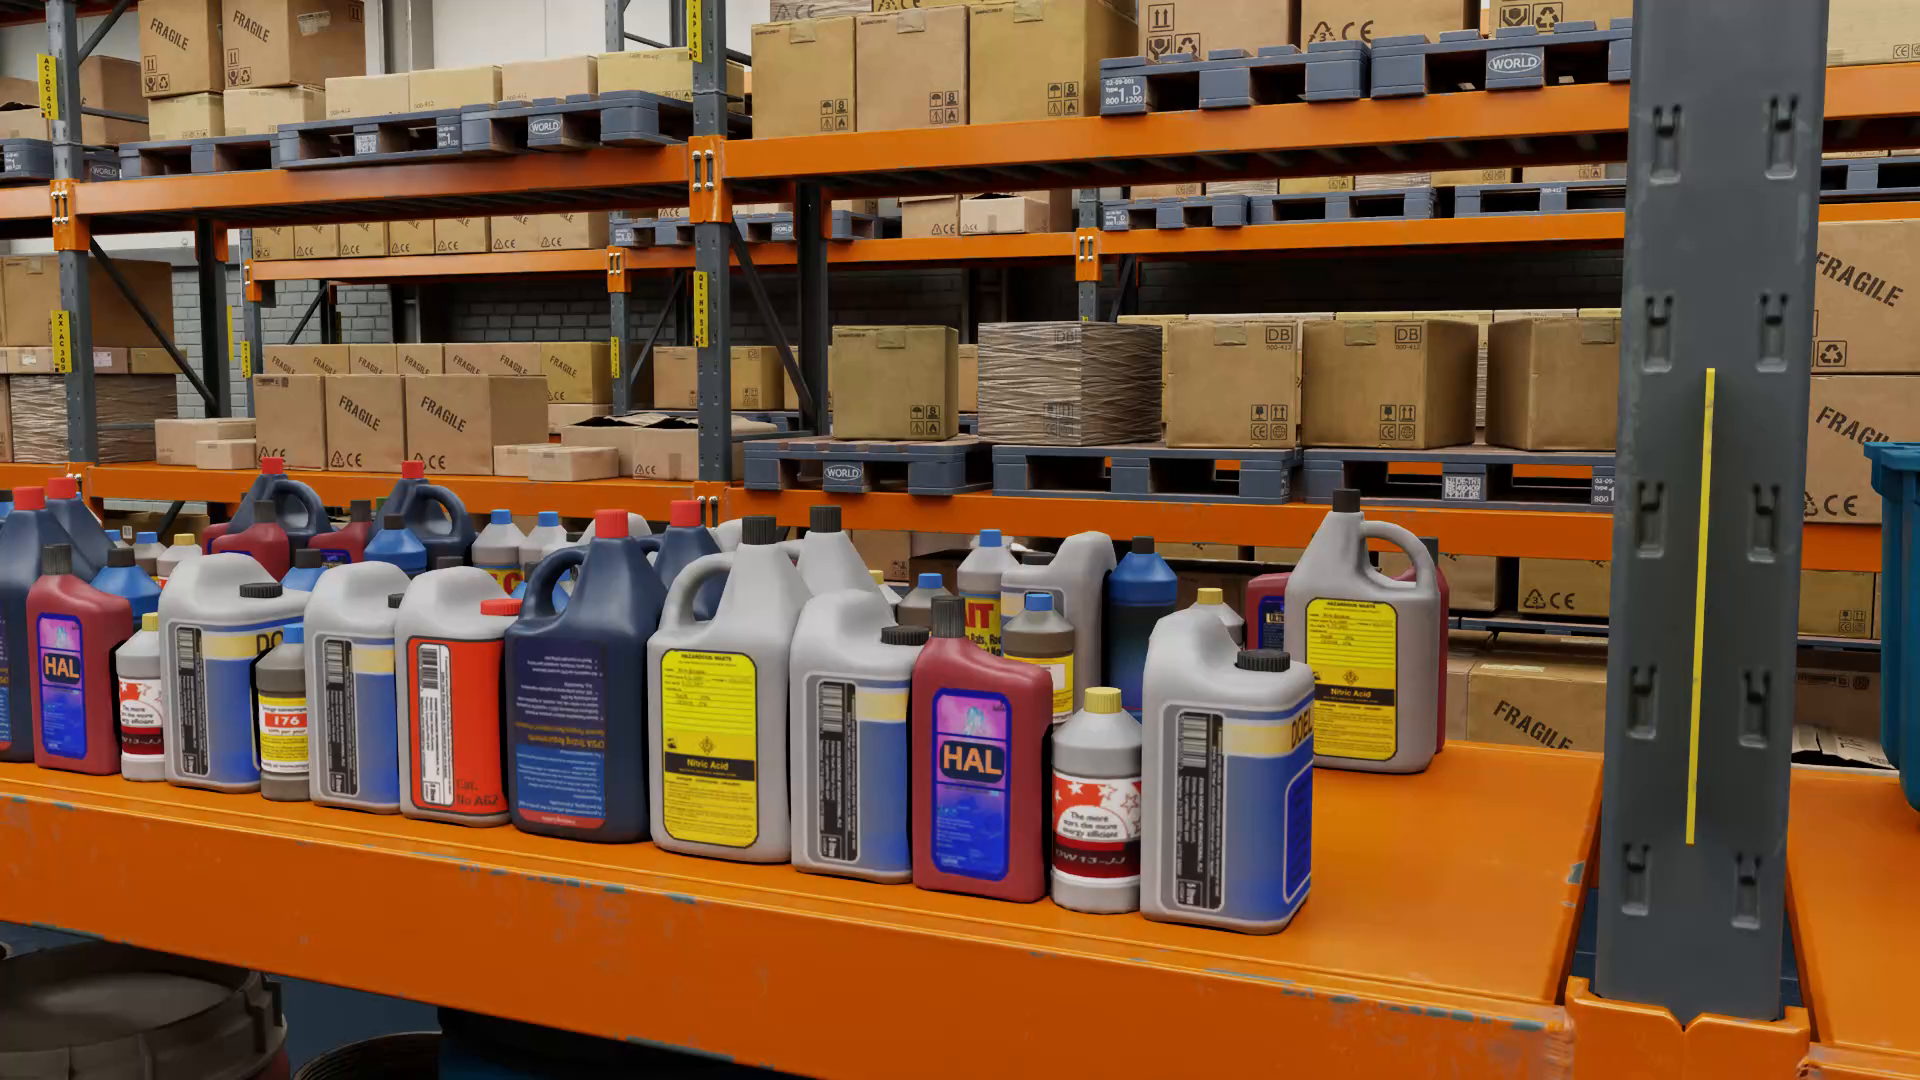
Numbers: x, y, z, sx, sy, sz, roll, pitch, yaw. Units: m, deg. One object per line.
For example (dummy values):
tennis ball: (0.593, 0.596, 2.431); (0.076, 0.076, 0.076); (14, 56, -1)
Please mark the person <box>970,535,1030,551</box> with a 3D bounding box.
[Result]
person: (0.254, 0.393, 9.384); (0.484, 0.968, 0.836); (2, 6, 23)
